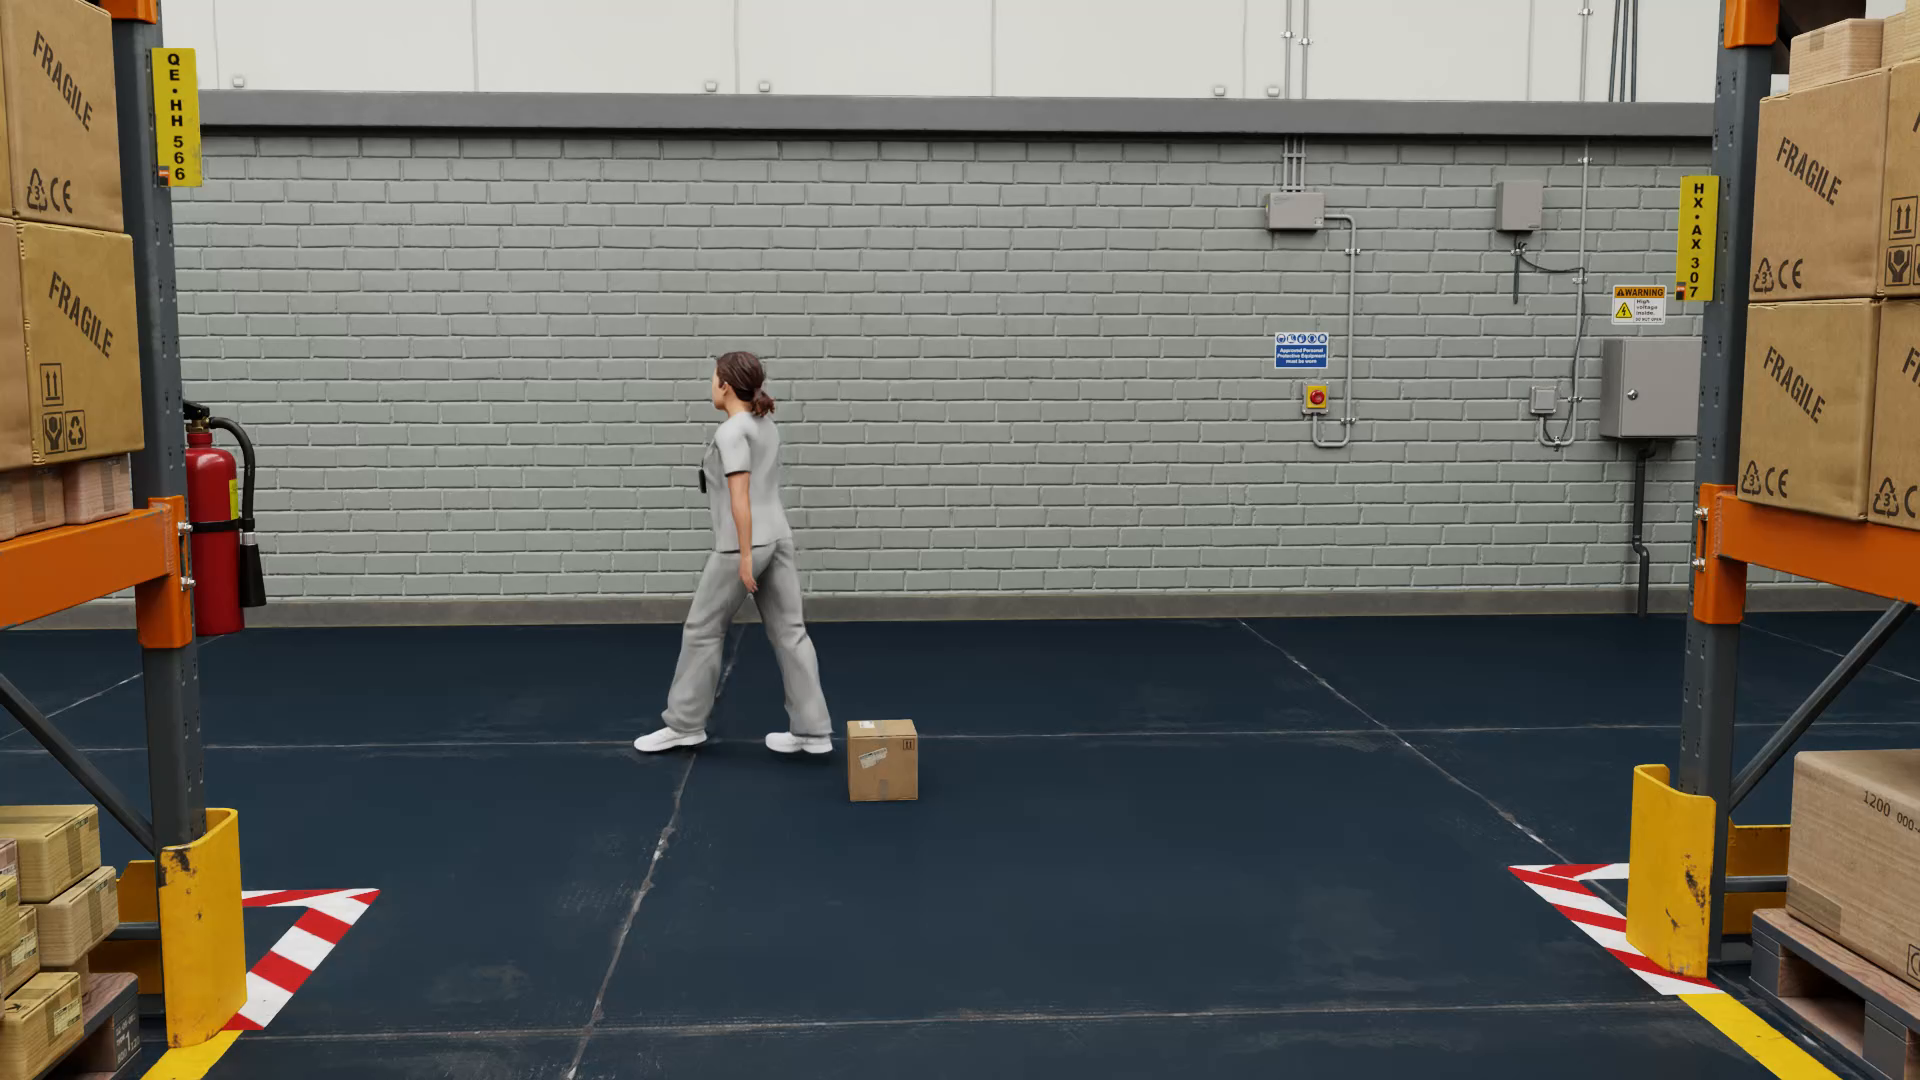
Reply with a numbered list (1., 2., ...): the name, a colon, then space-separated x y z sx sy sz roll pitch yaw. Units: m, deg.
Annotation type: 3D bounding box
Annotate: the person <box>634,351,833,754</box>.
1. person: -0.889 0.061 6.813 0.844 1.635 0.454 4 8 27
